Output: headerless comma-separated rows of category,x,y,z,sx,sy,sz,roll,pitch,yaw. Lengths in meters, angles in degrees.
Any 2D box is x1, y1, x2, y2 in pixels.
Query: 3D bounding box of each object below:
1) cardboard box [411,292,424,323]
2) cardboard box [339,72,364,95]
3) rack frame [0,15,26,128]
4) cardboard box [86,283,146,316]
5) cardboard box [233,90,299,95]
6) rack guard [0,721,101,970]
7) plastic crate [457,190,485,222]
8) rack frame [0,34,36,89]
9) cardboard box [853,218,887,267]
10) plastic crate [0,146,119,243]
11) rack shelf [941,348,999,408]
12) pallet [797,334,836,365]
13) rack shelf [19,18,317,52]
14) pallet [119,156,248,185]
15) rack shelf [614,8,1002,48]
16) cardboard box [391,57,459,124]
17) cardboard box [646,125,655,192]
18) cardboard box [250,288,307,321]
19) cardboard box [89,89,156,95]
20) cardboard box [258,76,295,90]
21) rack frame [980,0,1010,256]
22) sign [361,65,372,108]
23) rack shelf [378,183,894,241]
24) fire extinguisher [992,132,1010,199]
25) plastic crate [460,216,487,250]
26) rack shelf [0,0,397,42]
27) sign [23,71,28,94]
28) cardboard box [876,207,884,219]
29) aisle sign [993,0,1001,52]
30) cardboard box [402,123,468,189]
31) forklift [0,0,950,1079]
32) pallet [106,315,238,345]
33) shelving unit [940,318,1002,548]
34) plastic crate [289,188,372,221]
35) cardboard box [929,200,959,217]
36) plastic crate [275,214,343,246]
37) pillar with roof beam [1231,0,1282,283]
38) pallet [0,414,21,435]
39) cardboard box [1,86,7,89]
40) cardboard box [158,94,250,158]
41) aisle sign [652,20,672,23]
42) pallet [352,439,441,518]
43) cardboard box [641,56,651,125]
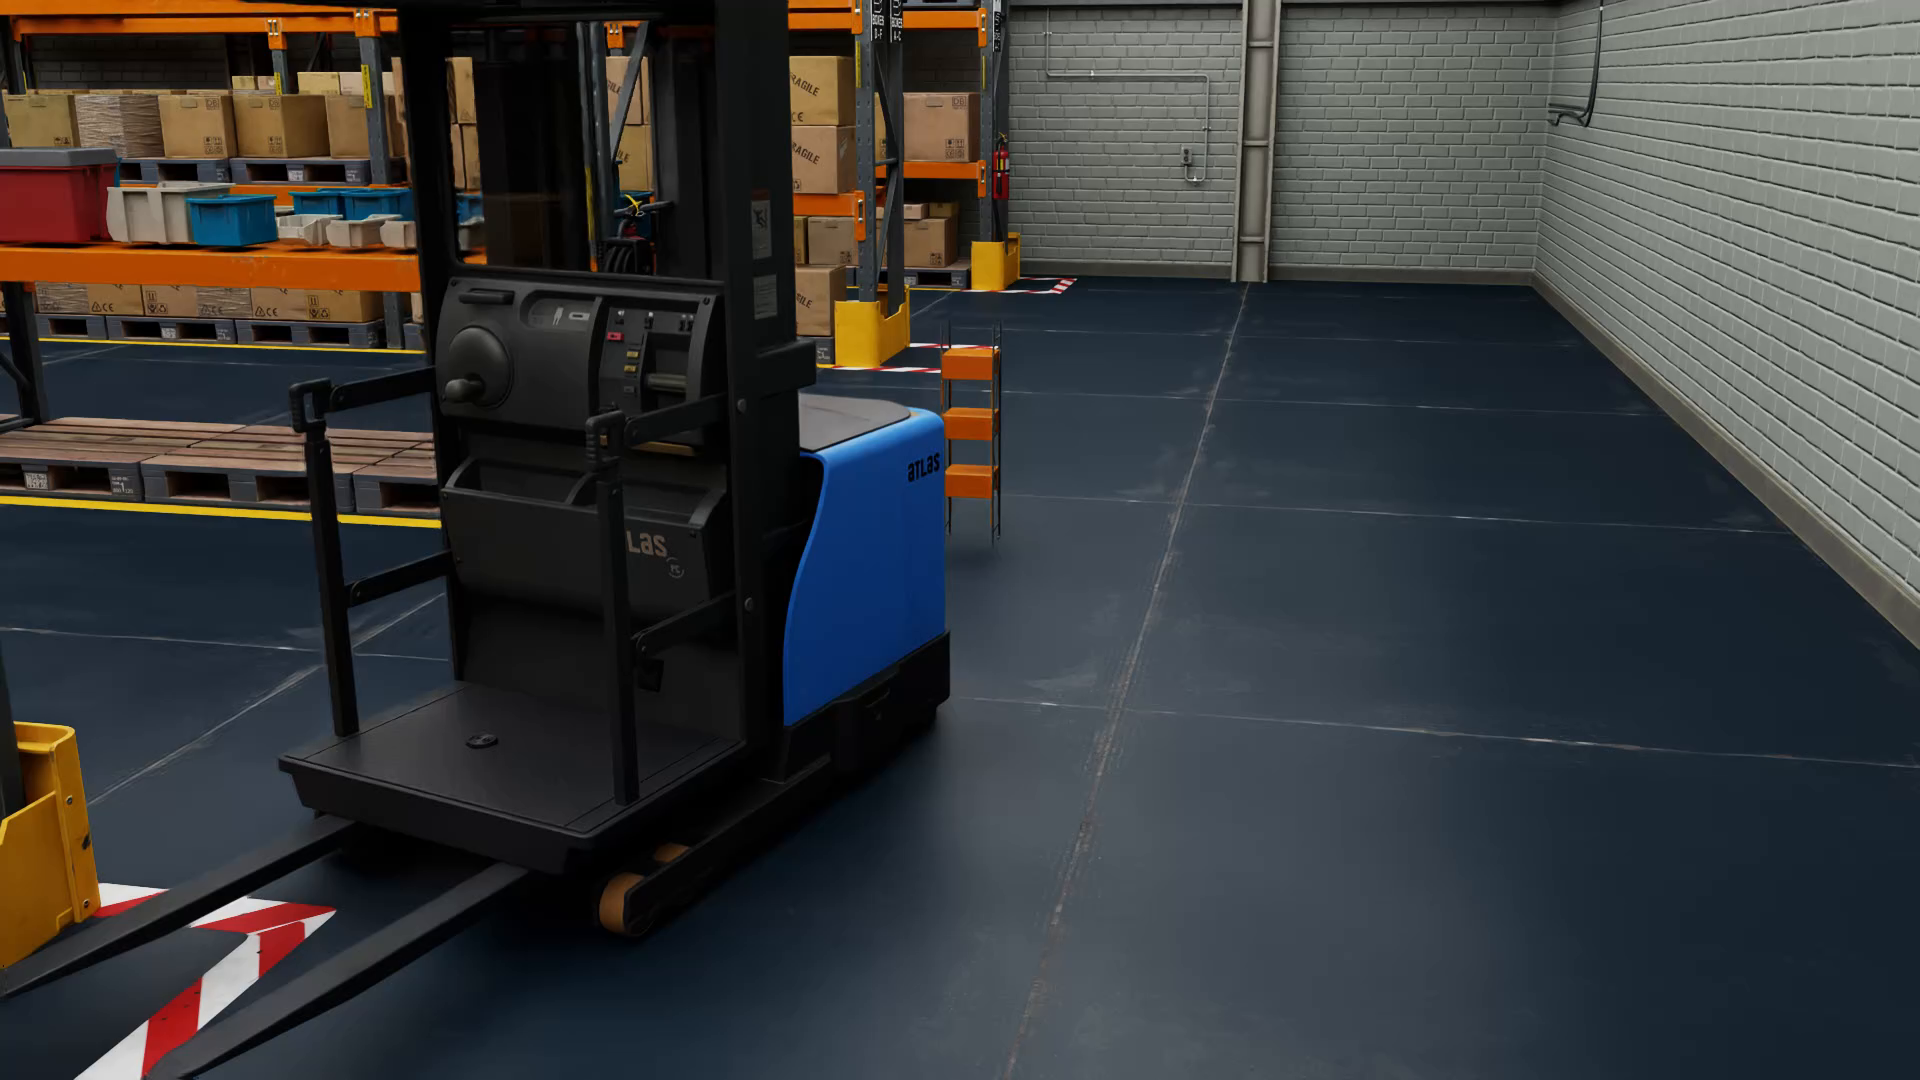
cardboard box,-4.166,-1.971,13.703,0.500,0.311,0.500,3,16,11
cardboard box,-6.550,-5.086,18.545,0.500,0.250,0.500,3,16,10
rack frame,-8.454,-3.347,14.456,0.127,3.000,1.000,3,16,11
cardboard box,-7.060,-2.201,14.177,0.500,0.500,0.500,3,16,10
cardboard box,-7.933,-4.926,19.143,0.500,0.500,0.700,1,16,5
rack guard,-2.569,0.876,3.894,0.348,0.500,1.175,3,16,11
plastic crate,-2.427,-1.708,8.741,0.300,0.233,0.416,3,16,11
rack frame,-11.390,-4.856,19.903,0.127,3.000,1.000,3,16,11
cardboard box,-0.827,-3.253,18.012,0.500,0.500,0.700,3,16,11
plastic crate,-4.700,-1.785,8.585,0.583,0.464,0.402,3,16,11
rack shelf,0.052,-0.766,7.769,0.240,0.259,0.215,3,16,11
pallet,-1.470,-1.624,13.458,1.213,0.211,1.003,3,16,11
rack shelf,-9.430,-5.848,19.214,4.000,0.370,1.077,3,16,11
pallet,-6.547,-3.152,14.112,1.213,0.211,1.003,3,16,11
rack shelf,-1.591,-5.423,17.678,4.000,0.370,1.077,3,16,11
cardboard box,-4.128,-3.565,13.184,0.500,0.500,0.500,4,16,13
cardboard box,-2.104,-2.977,12.932,0.500,0.500,0.500,3,16,12
cardboard box,-5.558,-2.121,13.889,0.500,0.500,0.500,3,16,11
cardboard box,-9.701,-5.022,19.490,0.500,0.500,0.700,5,16,19
cardboard box,-7.815,-5.226,19.014,0.250,0.149,0.380,1,16,4
rack frame,0.369,-4.217,17.598,0.127,3.000,1.000,3,16,11
sign,-4.641,-3.547,13.008,0.005,0.325,0.100,3,16,11
rack shelf,-2.574,-2.681,13.399,4.000,0.370,1.077,3,16,11
fire extinguisher,0.425,-3.872,17.193,0.183,0.674,0.296,3,16,11
plastic crate,-2.440,-1.524,8.255,0.243,0.136,0.396,3,16,11
rack shelf,-6.494,-4.339,13.767,4.000,0.370,1.077,3,16,11
sign,-8.355,-4.009,14.826,0.005,0.325,0.100,3,16,11
cardboard box,-0.750,-3.511,17.730,0.250,0.149,0.380,4,16,13
aisle sign,0.380,-5.388,16.954,0.004,0.787,0.394,3,16,11
cardboard box,-4.089,-3.084,13.319,0.500,0.500,0.500,4,16,13
forklift,-1.164,-0.523,4.389,1.130,2.935,3.031,8,17,26
pallet,-6.538,-1.888,14.412,1.213,0.211,1.003,3,16,11
shelving unit,0.052,-0.503,7.842,0.252,1.050,0.215,3,16,11
plastic crate,-3.366,-1.759,8.925,0.300,0.233,0.416,3,16,11
cardboard box,-0.174,-3.584,17.994,0.250,0.149,0.380,3,16,11
plastic crate,-3.293,-1.562,8.394,0.250,0.136,0.298,3,16,11
pillar with roof beam,2.329,-6.065,13.030,0.400,9.000,9.100,3,16,11
pallet,-6.273,-0.547,9.570,1.213,0.211,1.003,3,16,11
cardboard box,-11.809,-5.234,20.107,0.500,0.500,0.500,3,16,10
cardboard box,-6.278,-3.463,13.899,0.500,0.500,0.700,-1,16,-3
aisle sign,-1.475,-2.952,8.162,0.004,0.787,0.394,3,16,11
pallet,-2.406,-0.336,8.809,1.213,0.211,1.003,3,16,11
cardboard box,-2.110,-3.456,12.790,0.500,0.500,0.500,4,16,13
